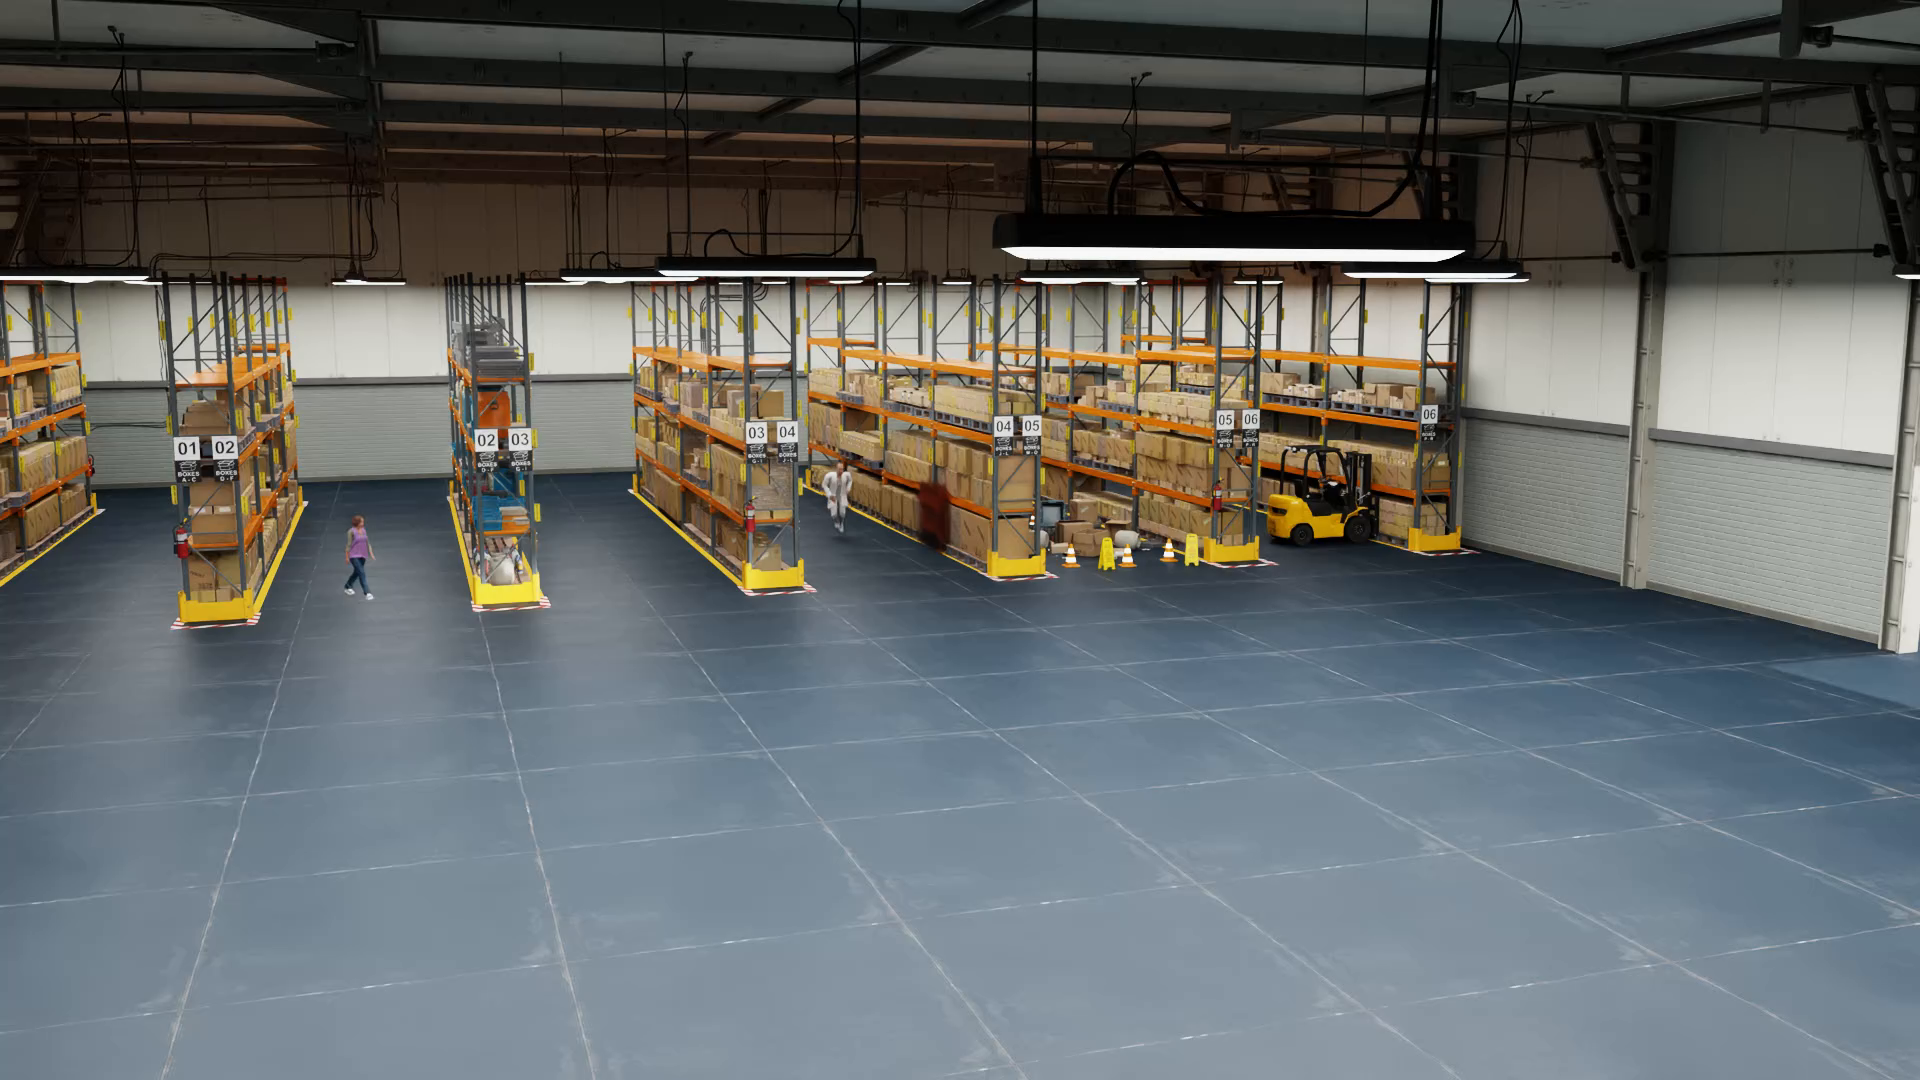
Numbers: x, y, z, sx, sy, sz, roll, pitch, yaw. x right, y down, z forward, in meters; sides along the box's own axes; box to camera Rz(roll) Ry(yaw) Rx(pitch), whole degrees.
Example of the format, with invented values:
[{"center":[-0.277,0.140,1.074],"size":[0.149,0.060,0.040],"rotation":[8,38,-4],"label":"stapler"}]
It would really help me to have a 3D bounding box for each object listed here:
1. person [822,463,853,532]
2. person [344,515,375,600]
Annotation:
[{"center":[-2.800,-0.966,37.979],"size":[0.715,1.640,0.736],"rotation":[-1,9,-7],"label":"person"},{"center":[-11.127,0.302,30.827],"size":[0.979,1.536,0.479],"rotation":[6,10,33],"label":"person"}]
